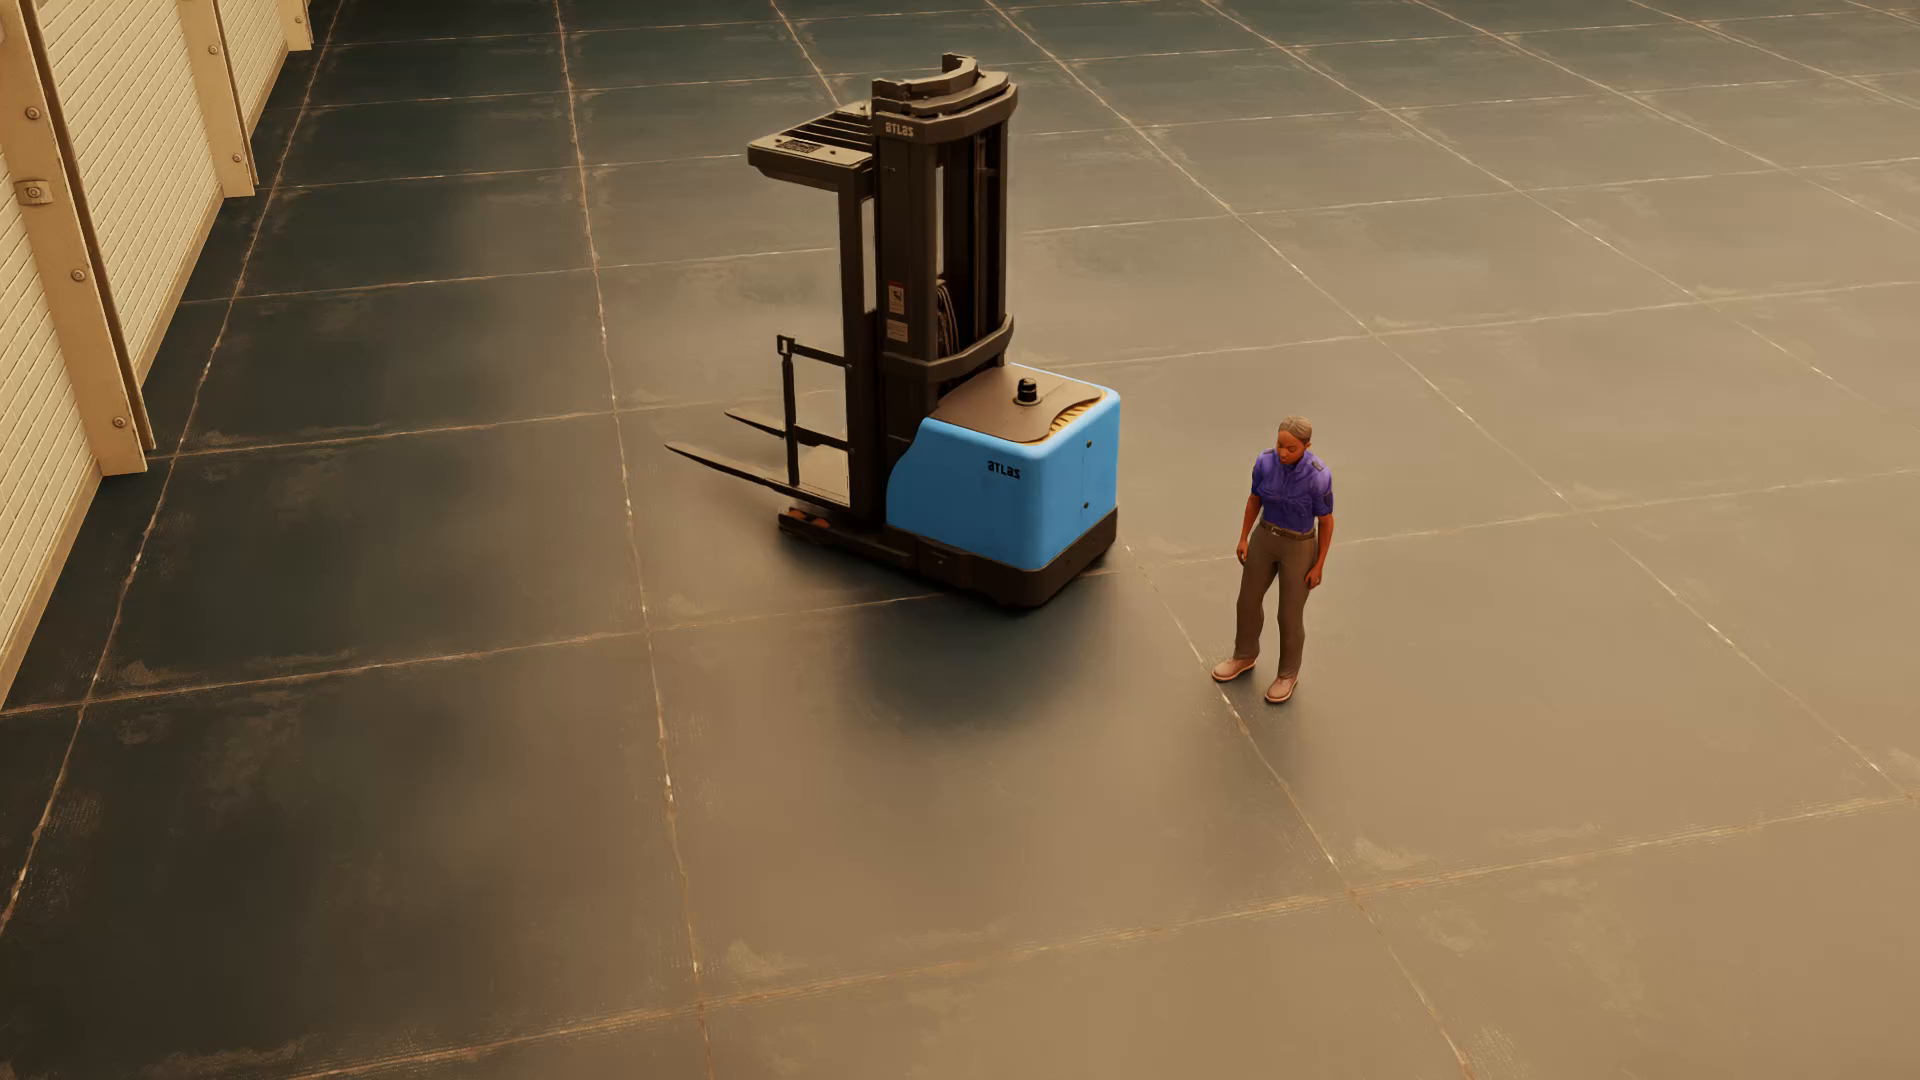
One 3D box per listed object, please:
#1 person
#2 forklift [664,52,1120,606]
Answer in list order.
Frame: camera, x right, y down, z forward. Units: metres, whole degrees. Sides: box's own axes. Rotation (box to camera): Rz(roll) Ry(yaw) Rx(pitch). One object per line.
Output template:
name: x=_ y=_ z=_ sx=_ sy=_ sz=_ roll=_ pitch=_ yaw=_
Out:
person: x=1.679 y=0.062 z=8.746 sx=0.527 sy=1.653 sz=0.348 roll=21 pitch=36 yaw=32
forklift: x=-0.541 y=-1.436 z=10.055 sx=3.031 sy=2.935 sz=1.130 roll=18 pitch=35 yaw=29
